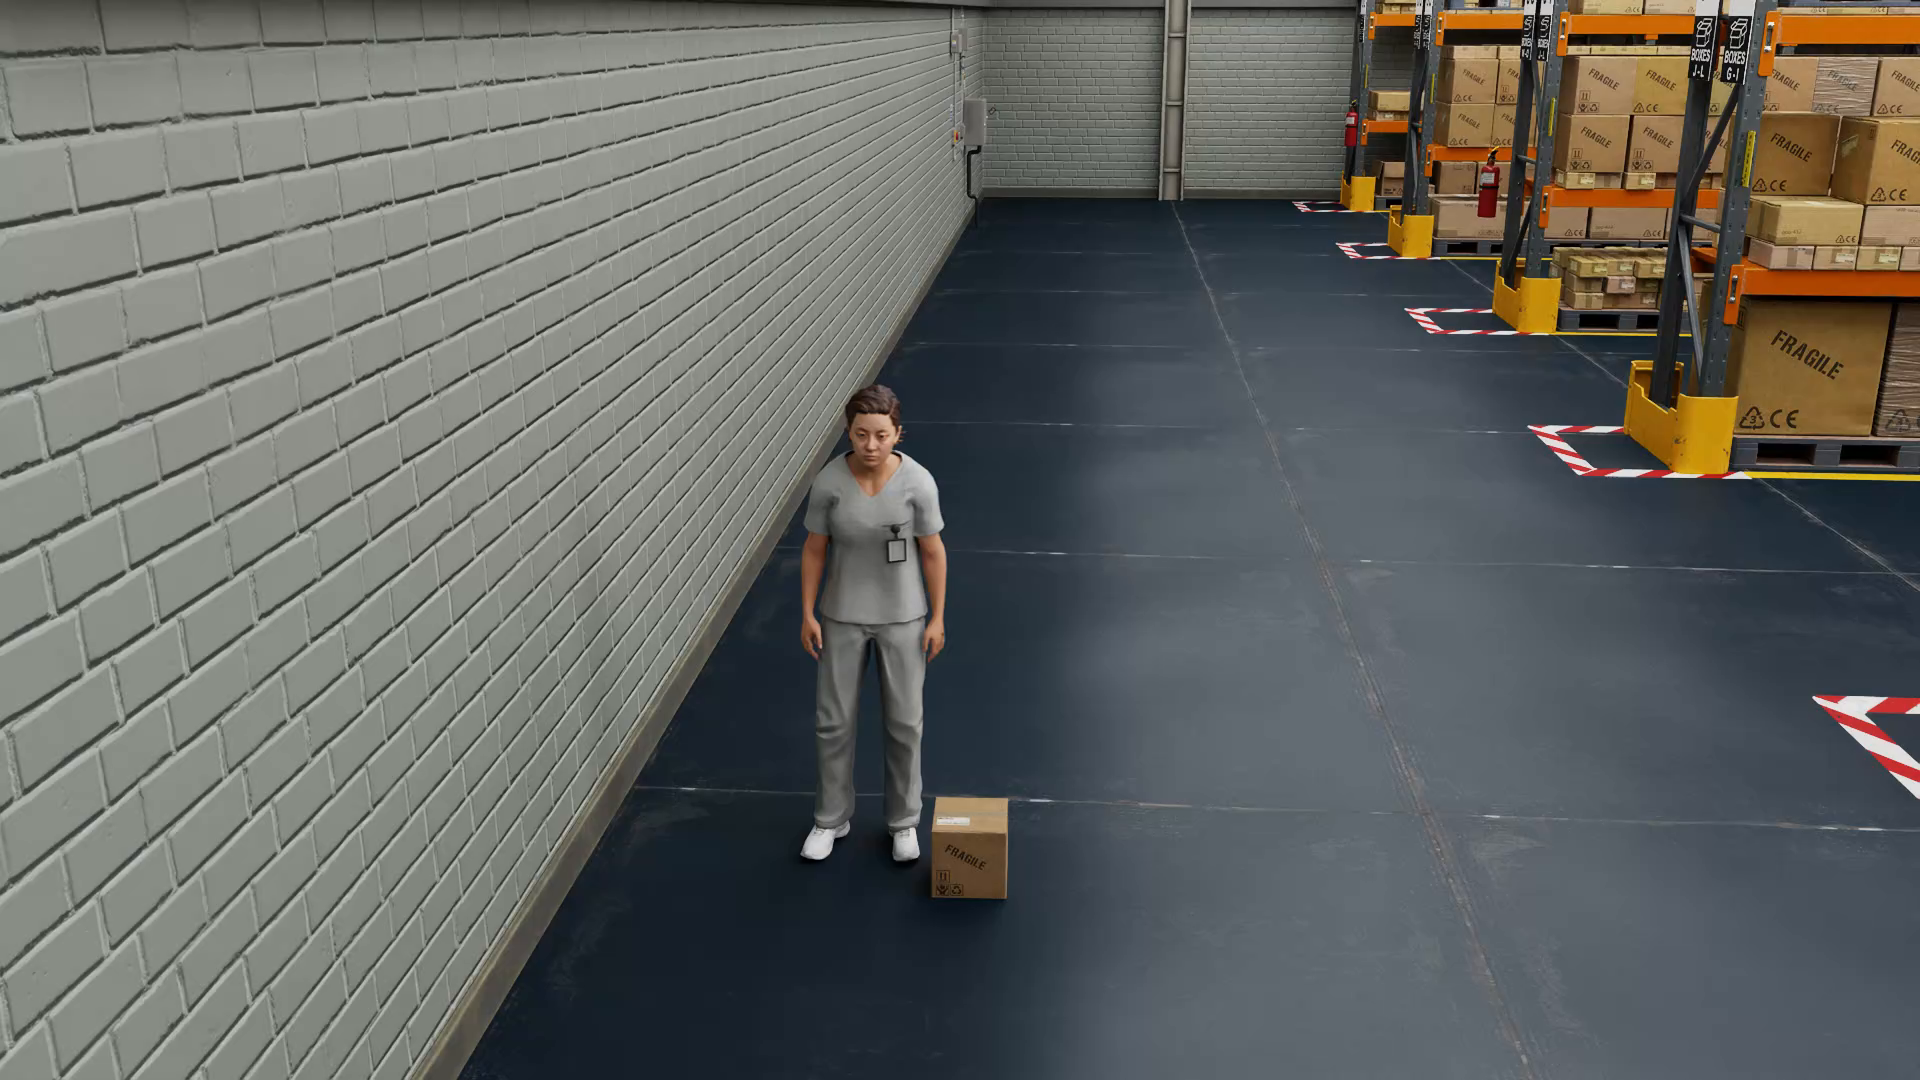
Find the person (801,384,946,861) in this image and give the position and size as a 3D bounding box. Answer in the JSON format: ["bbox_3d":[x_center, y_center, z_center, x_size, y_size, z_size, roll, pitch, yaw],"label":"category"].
[{"bbox_3d":[-0.298,0.281,5.664,0.504,1.673,0.348,1,18,3],"label":"person"}]
